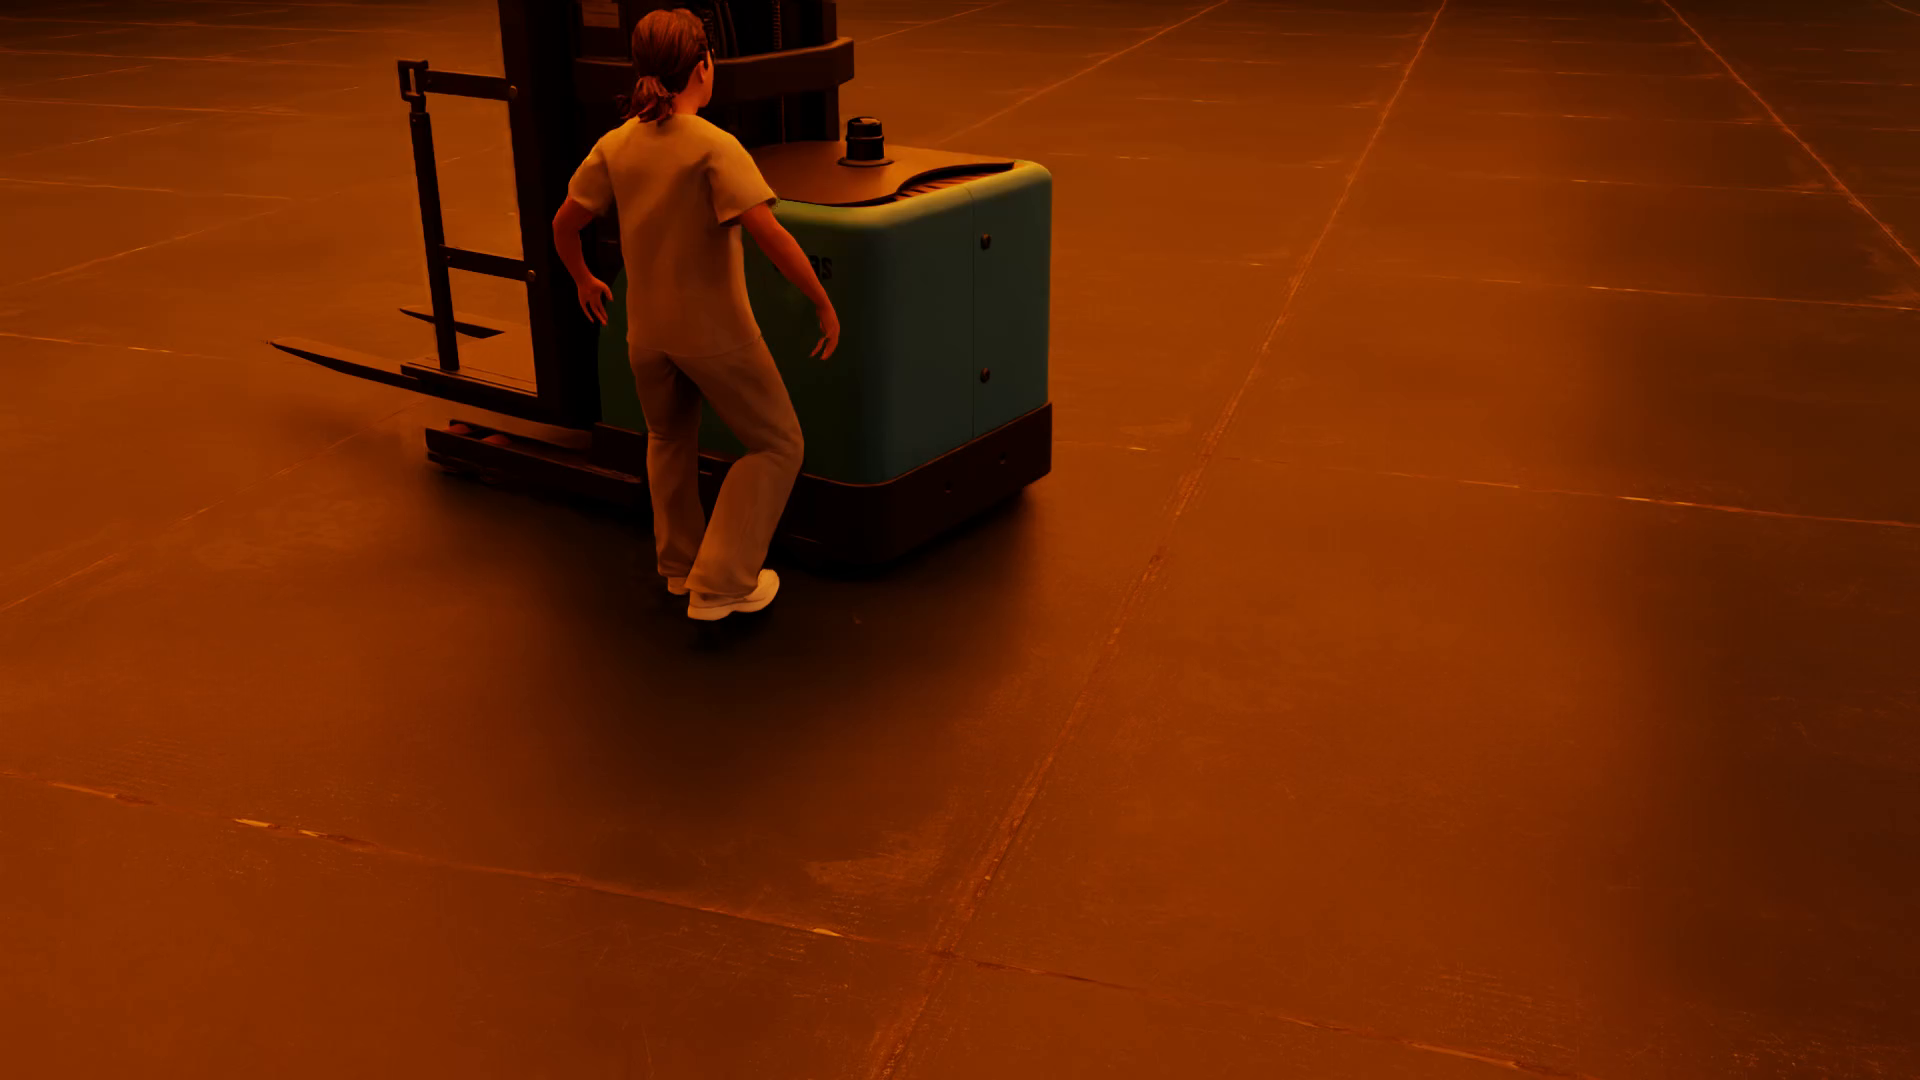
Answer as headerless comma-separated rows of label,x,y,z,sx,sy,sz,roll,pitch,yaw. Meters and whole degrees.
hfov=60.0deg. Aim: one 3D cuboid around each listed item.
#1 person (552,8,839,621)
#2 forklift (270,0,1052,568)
person,-0.650,-0.560,4.391,0.787,1.623,0.531,12,25,26
forklift,-1.207,-1.691,5.377,3.031,2.935,1.130,14,26,31
